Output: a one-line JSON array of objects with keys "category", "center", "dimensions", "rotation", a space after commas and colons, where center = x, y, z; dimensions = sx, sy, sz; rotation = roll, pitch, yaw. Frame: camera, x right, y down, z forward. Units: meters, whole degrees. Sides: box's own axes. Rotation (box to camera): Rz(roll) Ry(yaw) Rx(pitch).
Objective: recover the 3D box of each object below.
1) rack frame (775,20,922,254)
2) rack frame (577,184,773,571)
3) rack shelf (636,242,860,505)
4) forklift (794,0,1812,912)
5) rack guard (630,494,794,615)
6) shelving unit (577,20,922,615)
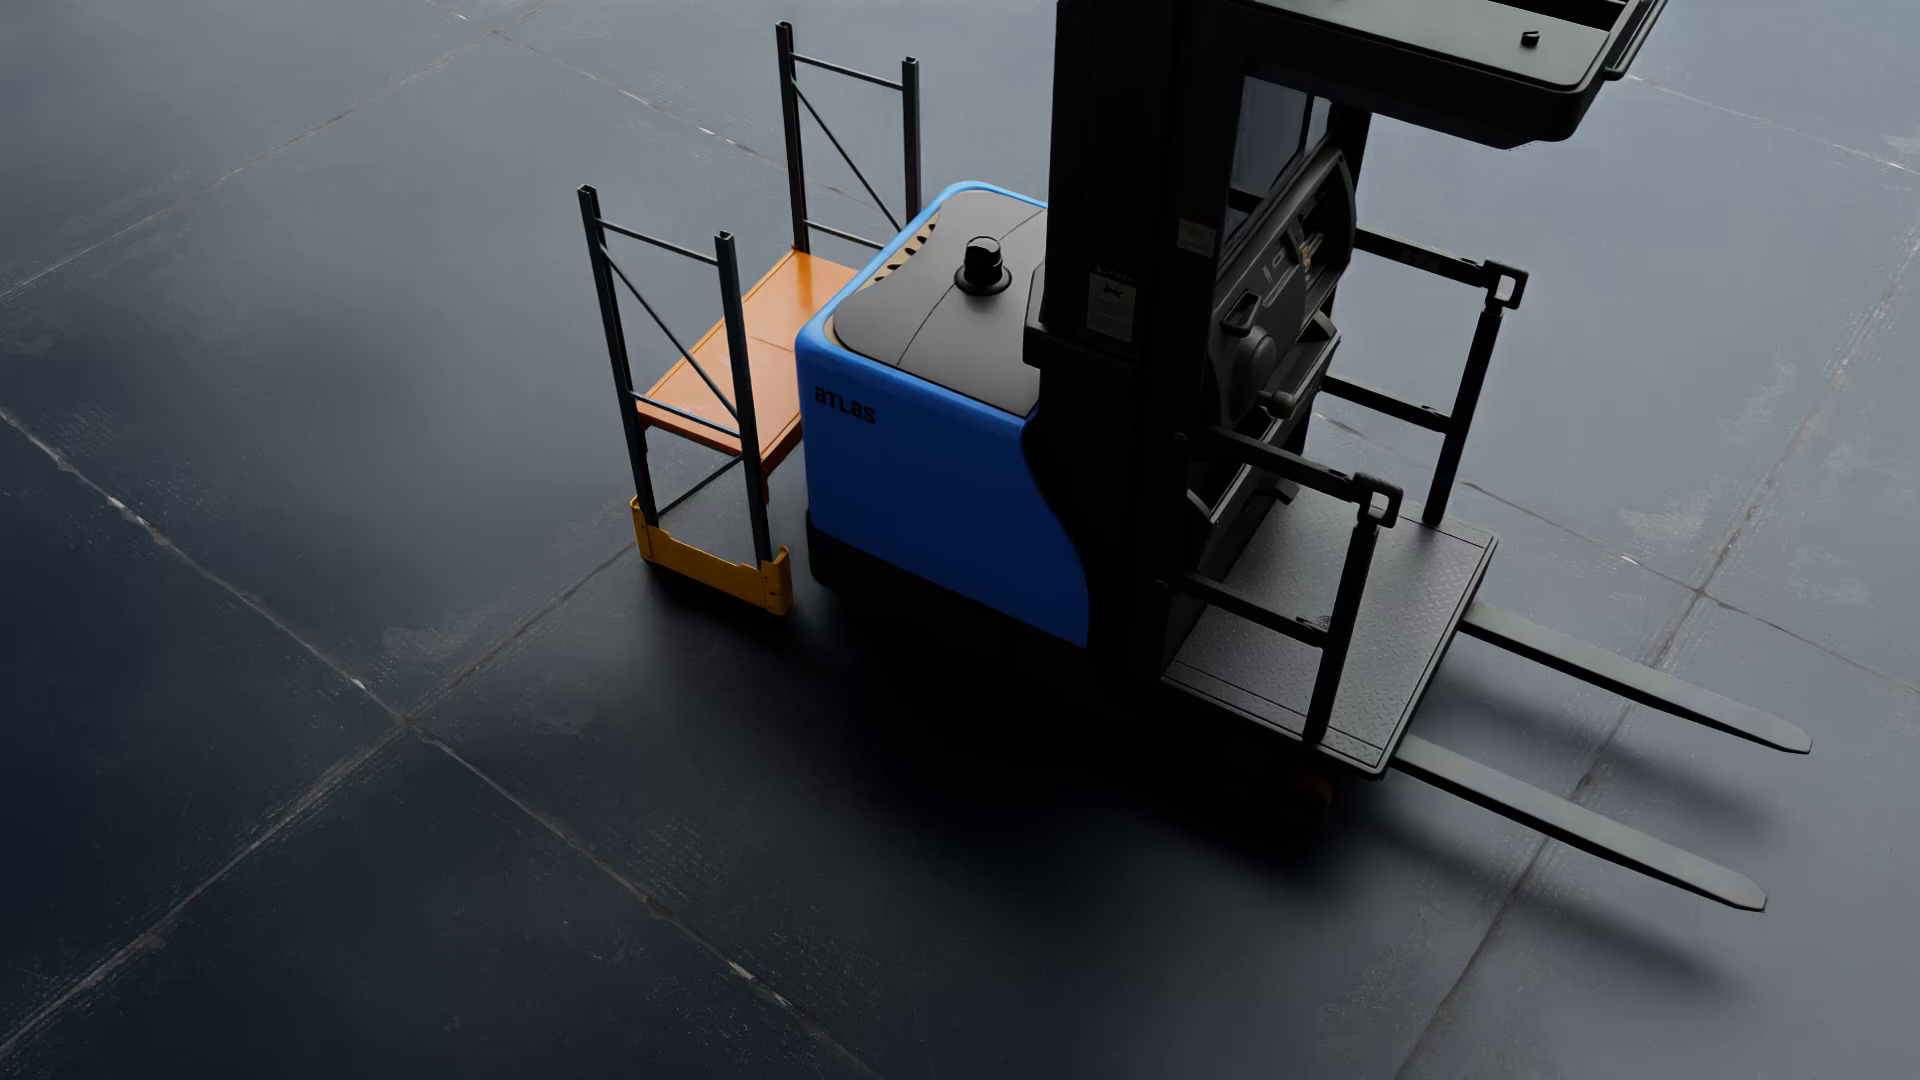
[{"category": "rack frame", "center": [-0.353, -1.025, 5.692], "dimensions": [0.500, 1.500, 0.032], "rotation": [21, 50, 19]}, {"category": "rack frame", "center": [-0.834, -0.378, 5.073], "dimensions": [0.500, 1.500, 0.032], "rotation": [21, 50, 19]}, {"category": "rack shelf", "center": [-0.594, -0.577, 5.513], "dimensions": [0.538, 0.185, 1.000], "rotation": [21, 50, 19]}, {"category": "forklift", "center": [1.030, -0.620, 4.315], "dimensions": [3.031, 2.935, 1.130], "rotation": [23, 51, 21]}, {"category": "rack guard", "center": [-0.825, 0.042, 5.537], "dimensions": [0.587, 0.250, 0.087], "rotation": [21, 50, 19]}, {"category": "shelving unit", "center": [-0.589, -0.707, 5.388], "dimensions": [0.587, 1.500, 1.083], "rotation": [21, 50, 19]}]
